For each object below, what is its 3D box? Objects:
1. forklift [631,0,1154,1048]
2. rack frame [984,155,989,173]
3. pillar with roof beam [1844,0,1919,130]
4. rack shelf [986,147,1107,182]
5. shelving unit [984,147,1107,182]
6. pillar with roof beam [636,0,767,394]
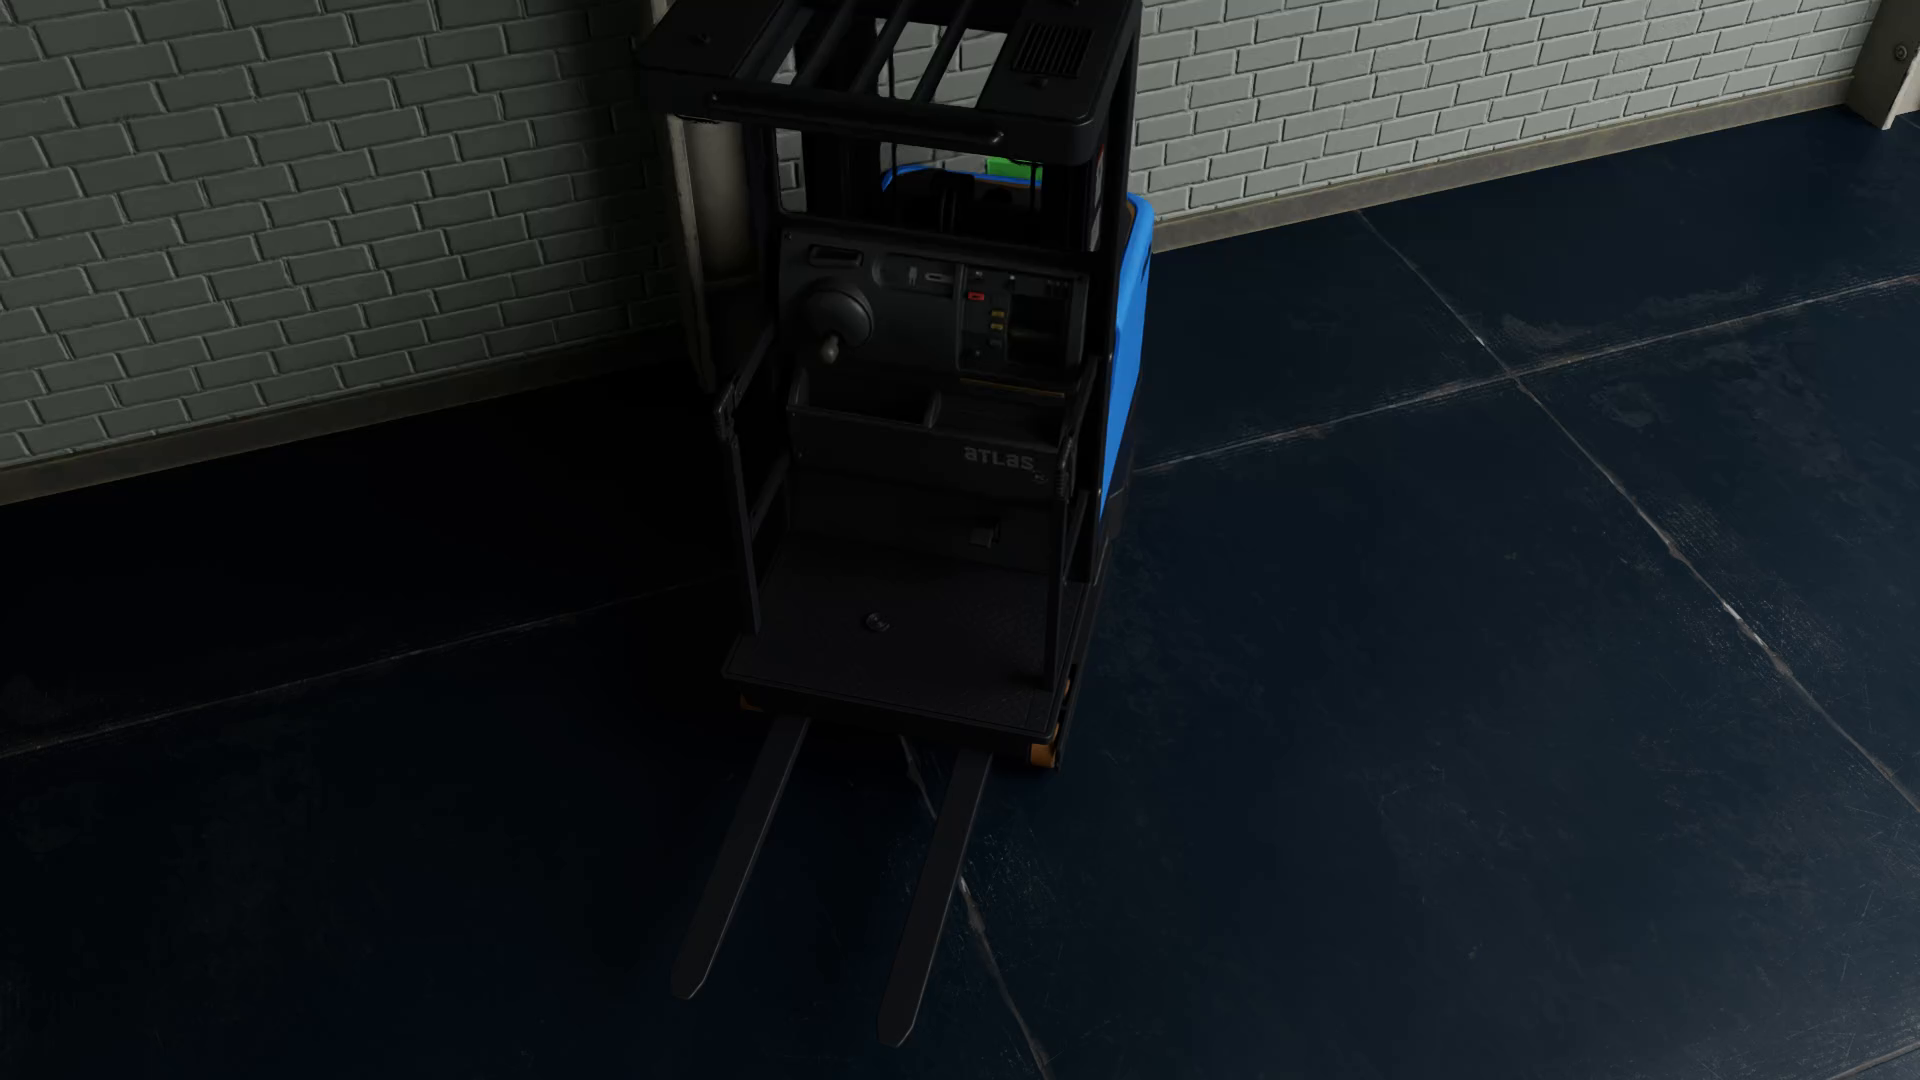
[{"bbox_3d":[-0.134,-0.586,4.765,1.130,2.935,3.031,10,46,10],"label":"forklift"},{"bbox_3d":[0.123,-1.143,6.542,0.015,1.200,0.240,10,46,10],"label":"rack frame"},{"bbox_3d":[6.188,-2.503,2.391,0.400,9.000,9.100,-14,47,-14],"label":"pillar with roof beam"},{"bbox_3d":[0.360,-1.396,6.207,0.480,0.148,0.258,10,46,10],"label":"rack shelf"},{"bbox_3d":[0.360,-1.102,6.501,0.503,1.200,0.258,10,46,10],"label":"shelving unit"},{"bbox_3d":[0.545,-1.060,0.953,0.400,9.000,9.100,-14,47,-14],"label":"pillar with roof beam"}]
